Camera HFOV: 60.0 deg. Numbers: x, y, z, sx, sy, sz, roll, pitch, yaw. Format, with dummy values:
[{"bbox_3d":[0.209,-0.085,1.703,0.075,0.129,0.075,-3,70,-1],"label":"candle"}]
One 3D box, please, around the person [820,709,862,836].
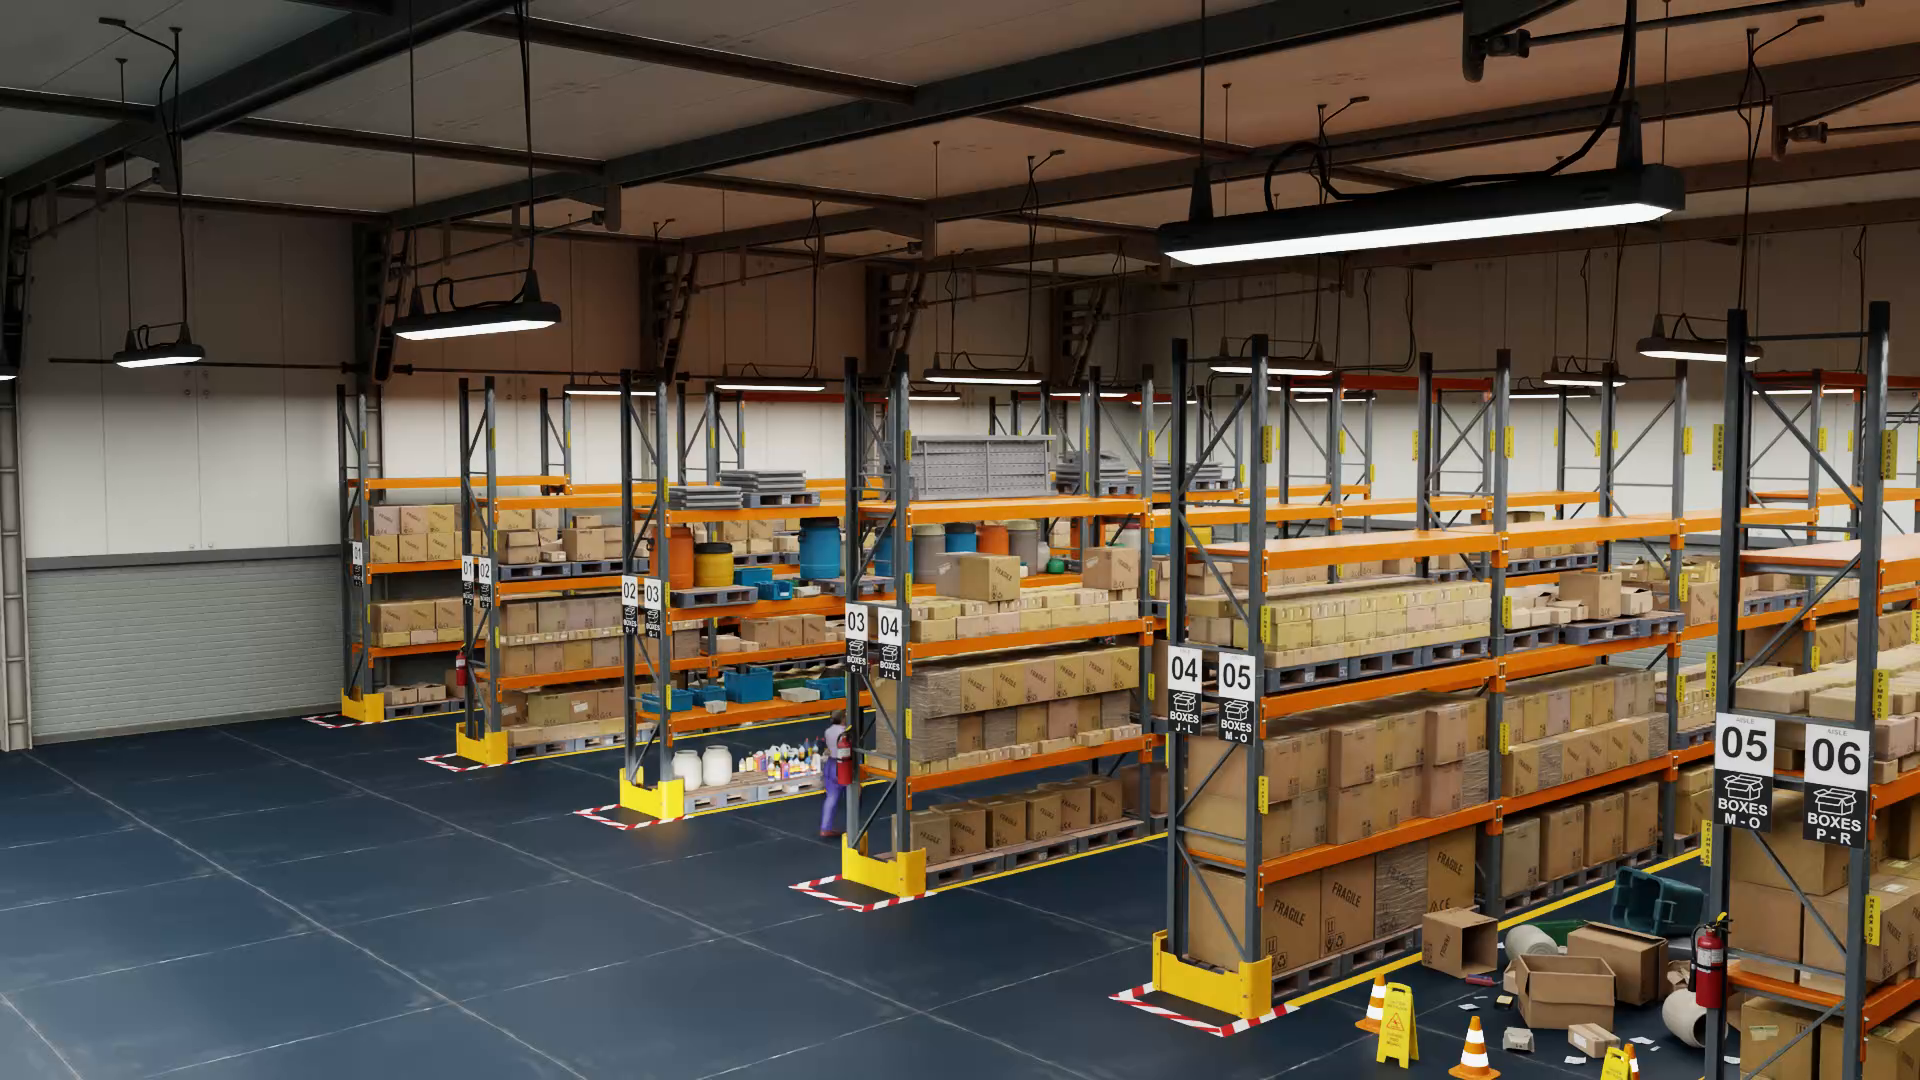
[{"bbox_3d":[-1.501,2.996,21.084,0.548,1.708,0.514,-2,4,-24],"label":"person"}]
